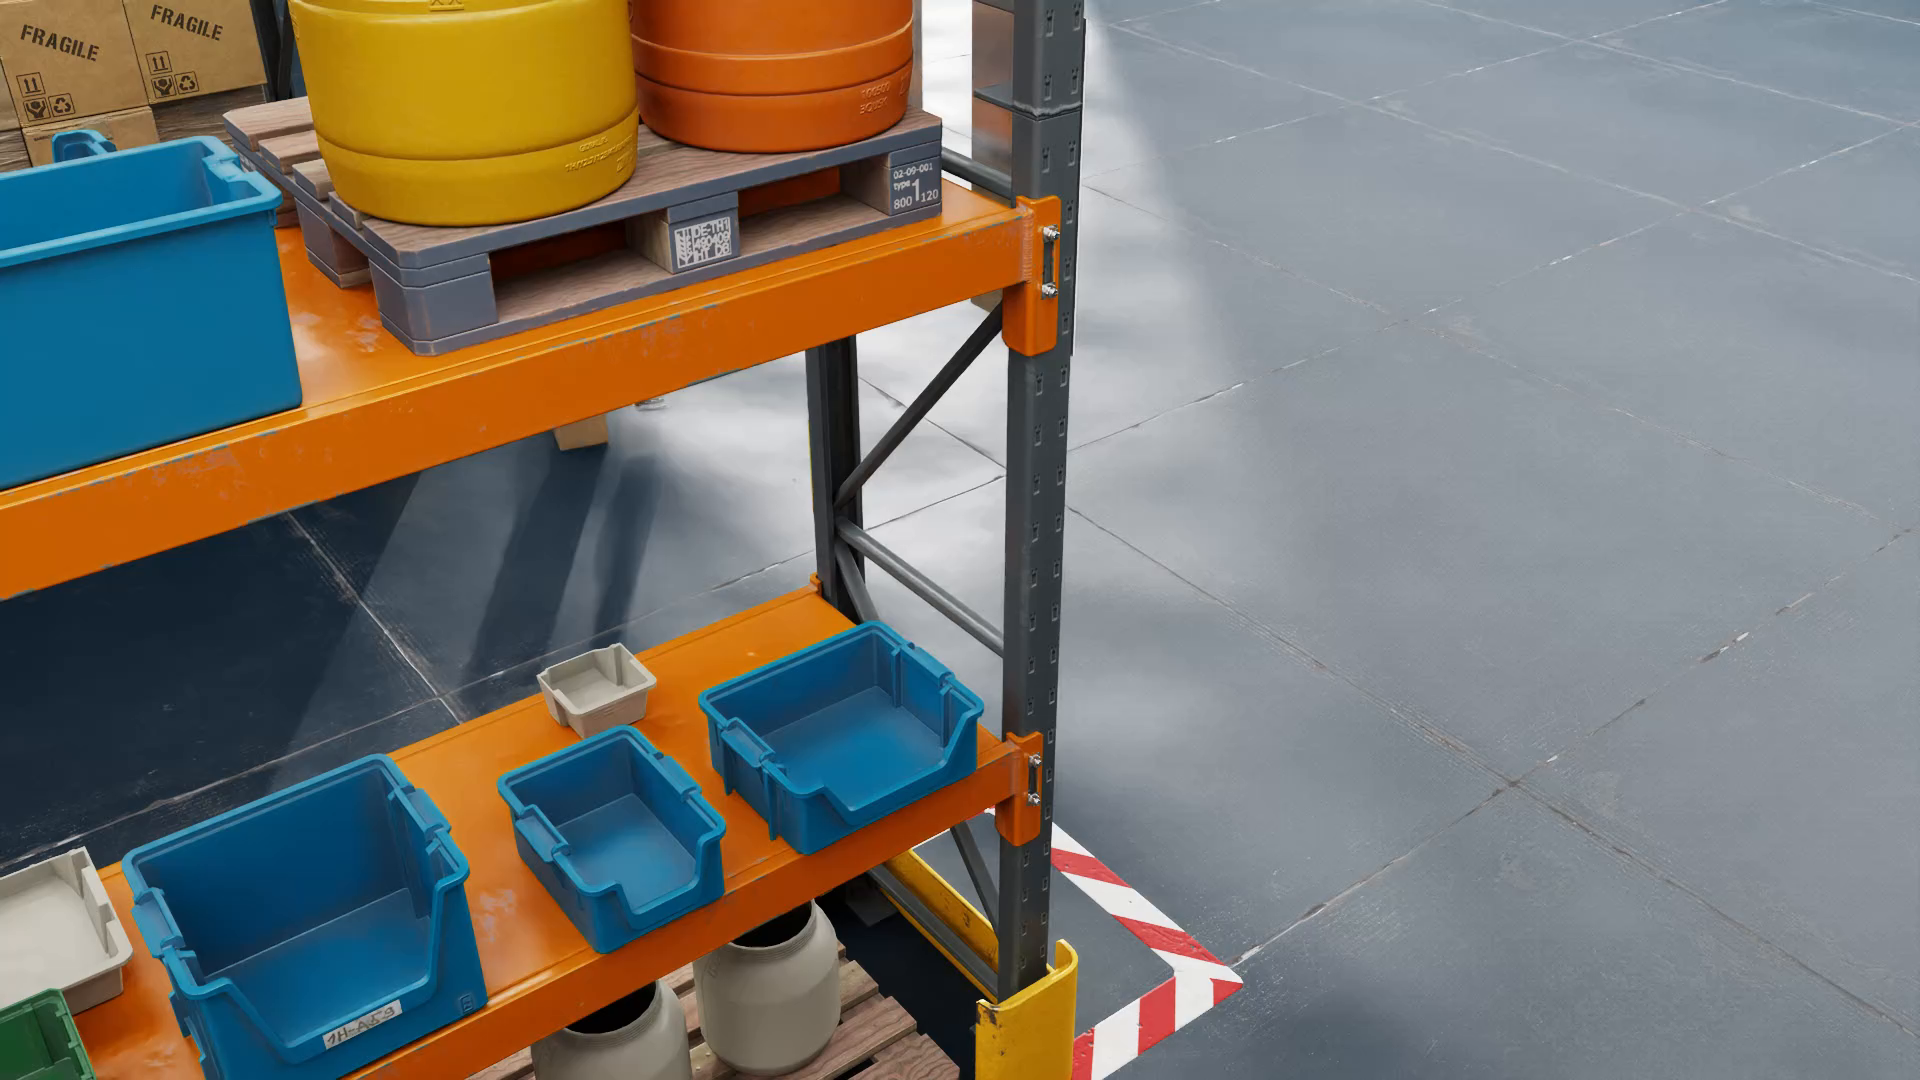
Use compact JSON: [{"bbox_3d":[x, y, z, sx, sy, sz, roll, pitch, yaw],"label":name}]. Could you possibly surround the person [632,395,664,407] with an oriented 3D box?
[{"bbox_3d":[-1.903,-1.502,8.565,0.562,1.673,1.051,-16,36,-24],"label":"person"}]
